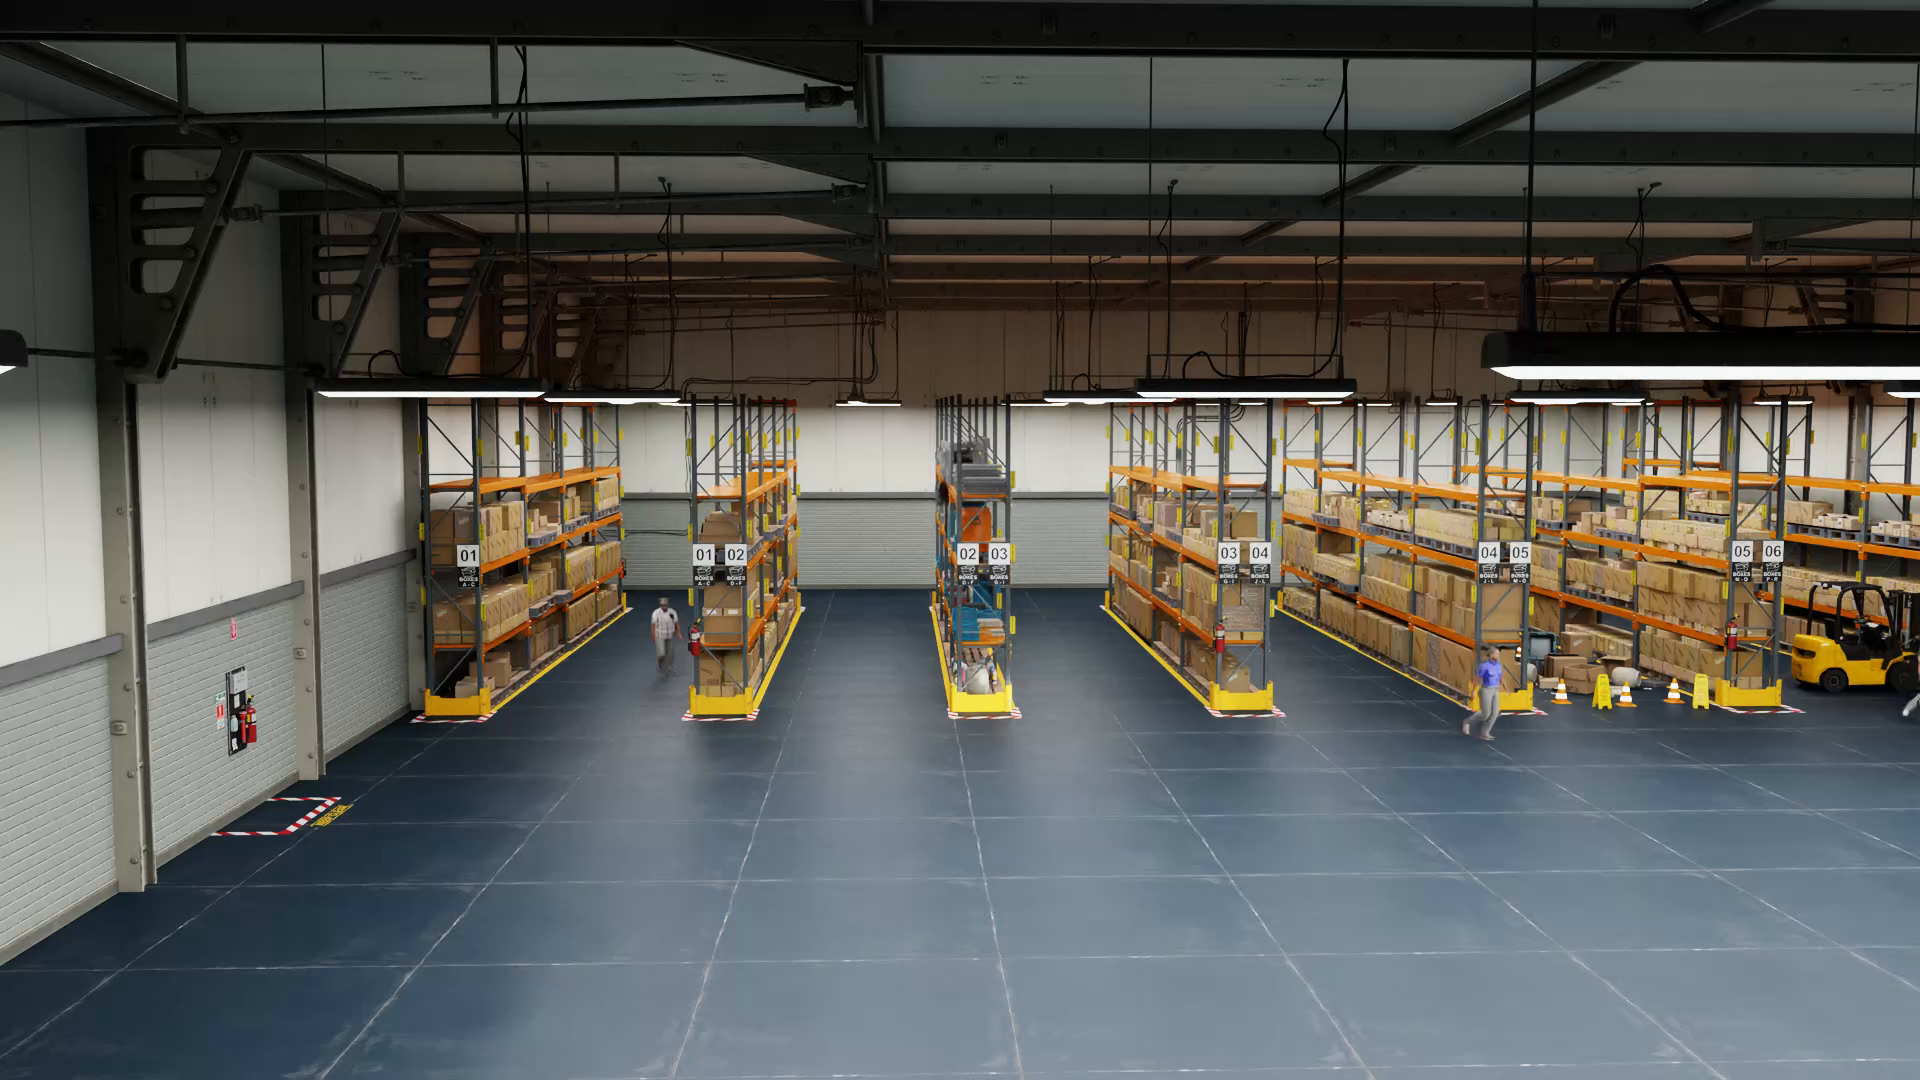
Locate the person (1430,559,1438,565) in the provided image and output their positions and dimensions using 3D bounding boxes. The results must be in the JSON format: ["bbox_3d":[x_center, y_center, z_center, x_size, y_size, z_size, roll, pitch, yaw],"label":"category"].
[{"bbox_3d":[12.730,1.383,44.153,0.695,1.742,0.947,-3,5,-30],"label":"person"}]

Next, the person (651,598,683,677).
[{"bbox_3d":[-6.298,2.080,35.645,0.629,1.736,0.655,-3,6,-36],"label":"person"}]

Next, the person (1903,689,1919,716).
[{"bbox_3d":[17.758,2.573,30.472,0.692,1.502,0.657,0,4,2],"label":"person"}]

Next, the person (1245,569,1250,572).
[{"bbox_3d":[7.909,1.349,46.373,0.636,1.479,0.825,-1,5,-17],"label":"person"}]

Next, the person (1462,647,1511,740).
[{"bbox_3d":[9.101,2.649,28.789,0.629,1.627,0.668,-3,5,-35],"label":"person"}]
